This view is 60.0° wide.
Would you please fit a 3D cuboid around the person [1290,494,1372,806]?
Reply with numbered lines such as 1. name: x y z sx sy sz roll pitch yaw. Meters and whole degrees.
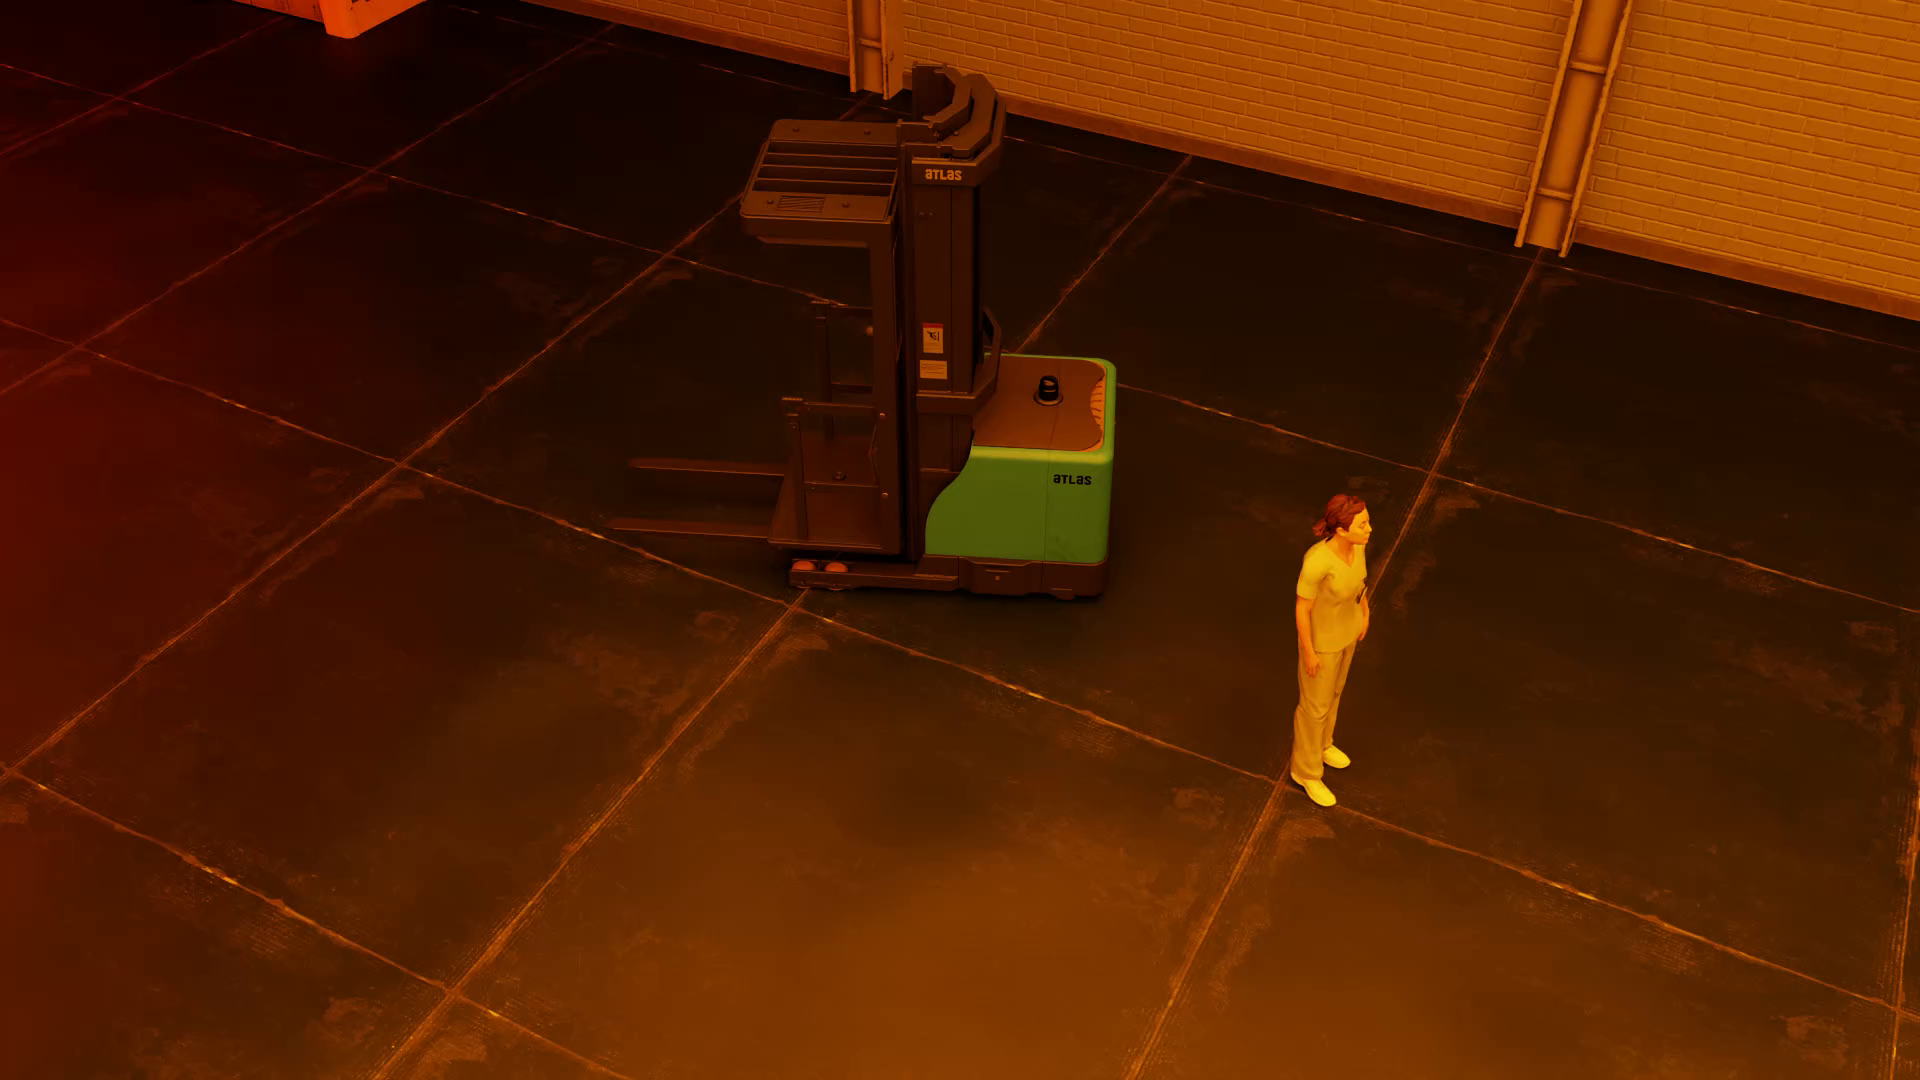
1. person: 1.906 0.517 8.336 0.548 1.673 0.550 33 50 33

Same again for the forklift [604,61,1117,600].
1. forklift: -0.606 -1.157 9.360 3.031 2.935 1.130 3 40 4
